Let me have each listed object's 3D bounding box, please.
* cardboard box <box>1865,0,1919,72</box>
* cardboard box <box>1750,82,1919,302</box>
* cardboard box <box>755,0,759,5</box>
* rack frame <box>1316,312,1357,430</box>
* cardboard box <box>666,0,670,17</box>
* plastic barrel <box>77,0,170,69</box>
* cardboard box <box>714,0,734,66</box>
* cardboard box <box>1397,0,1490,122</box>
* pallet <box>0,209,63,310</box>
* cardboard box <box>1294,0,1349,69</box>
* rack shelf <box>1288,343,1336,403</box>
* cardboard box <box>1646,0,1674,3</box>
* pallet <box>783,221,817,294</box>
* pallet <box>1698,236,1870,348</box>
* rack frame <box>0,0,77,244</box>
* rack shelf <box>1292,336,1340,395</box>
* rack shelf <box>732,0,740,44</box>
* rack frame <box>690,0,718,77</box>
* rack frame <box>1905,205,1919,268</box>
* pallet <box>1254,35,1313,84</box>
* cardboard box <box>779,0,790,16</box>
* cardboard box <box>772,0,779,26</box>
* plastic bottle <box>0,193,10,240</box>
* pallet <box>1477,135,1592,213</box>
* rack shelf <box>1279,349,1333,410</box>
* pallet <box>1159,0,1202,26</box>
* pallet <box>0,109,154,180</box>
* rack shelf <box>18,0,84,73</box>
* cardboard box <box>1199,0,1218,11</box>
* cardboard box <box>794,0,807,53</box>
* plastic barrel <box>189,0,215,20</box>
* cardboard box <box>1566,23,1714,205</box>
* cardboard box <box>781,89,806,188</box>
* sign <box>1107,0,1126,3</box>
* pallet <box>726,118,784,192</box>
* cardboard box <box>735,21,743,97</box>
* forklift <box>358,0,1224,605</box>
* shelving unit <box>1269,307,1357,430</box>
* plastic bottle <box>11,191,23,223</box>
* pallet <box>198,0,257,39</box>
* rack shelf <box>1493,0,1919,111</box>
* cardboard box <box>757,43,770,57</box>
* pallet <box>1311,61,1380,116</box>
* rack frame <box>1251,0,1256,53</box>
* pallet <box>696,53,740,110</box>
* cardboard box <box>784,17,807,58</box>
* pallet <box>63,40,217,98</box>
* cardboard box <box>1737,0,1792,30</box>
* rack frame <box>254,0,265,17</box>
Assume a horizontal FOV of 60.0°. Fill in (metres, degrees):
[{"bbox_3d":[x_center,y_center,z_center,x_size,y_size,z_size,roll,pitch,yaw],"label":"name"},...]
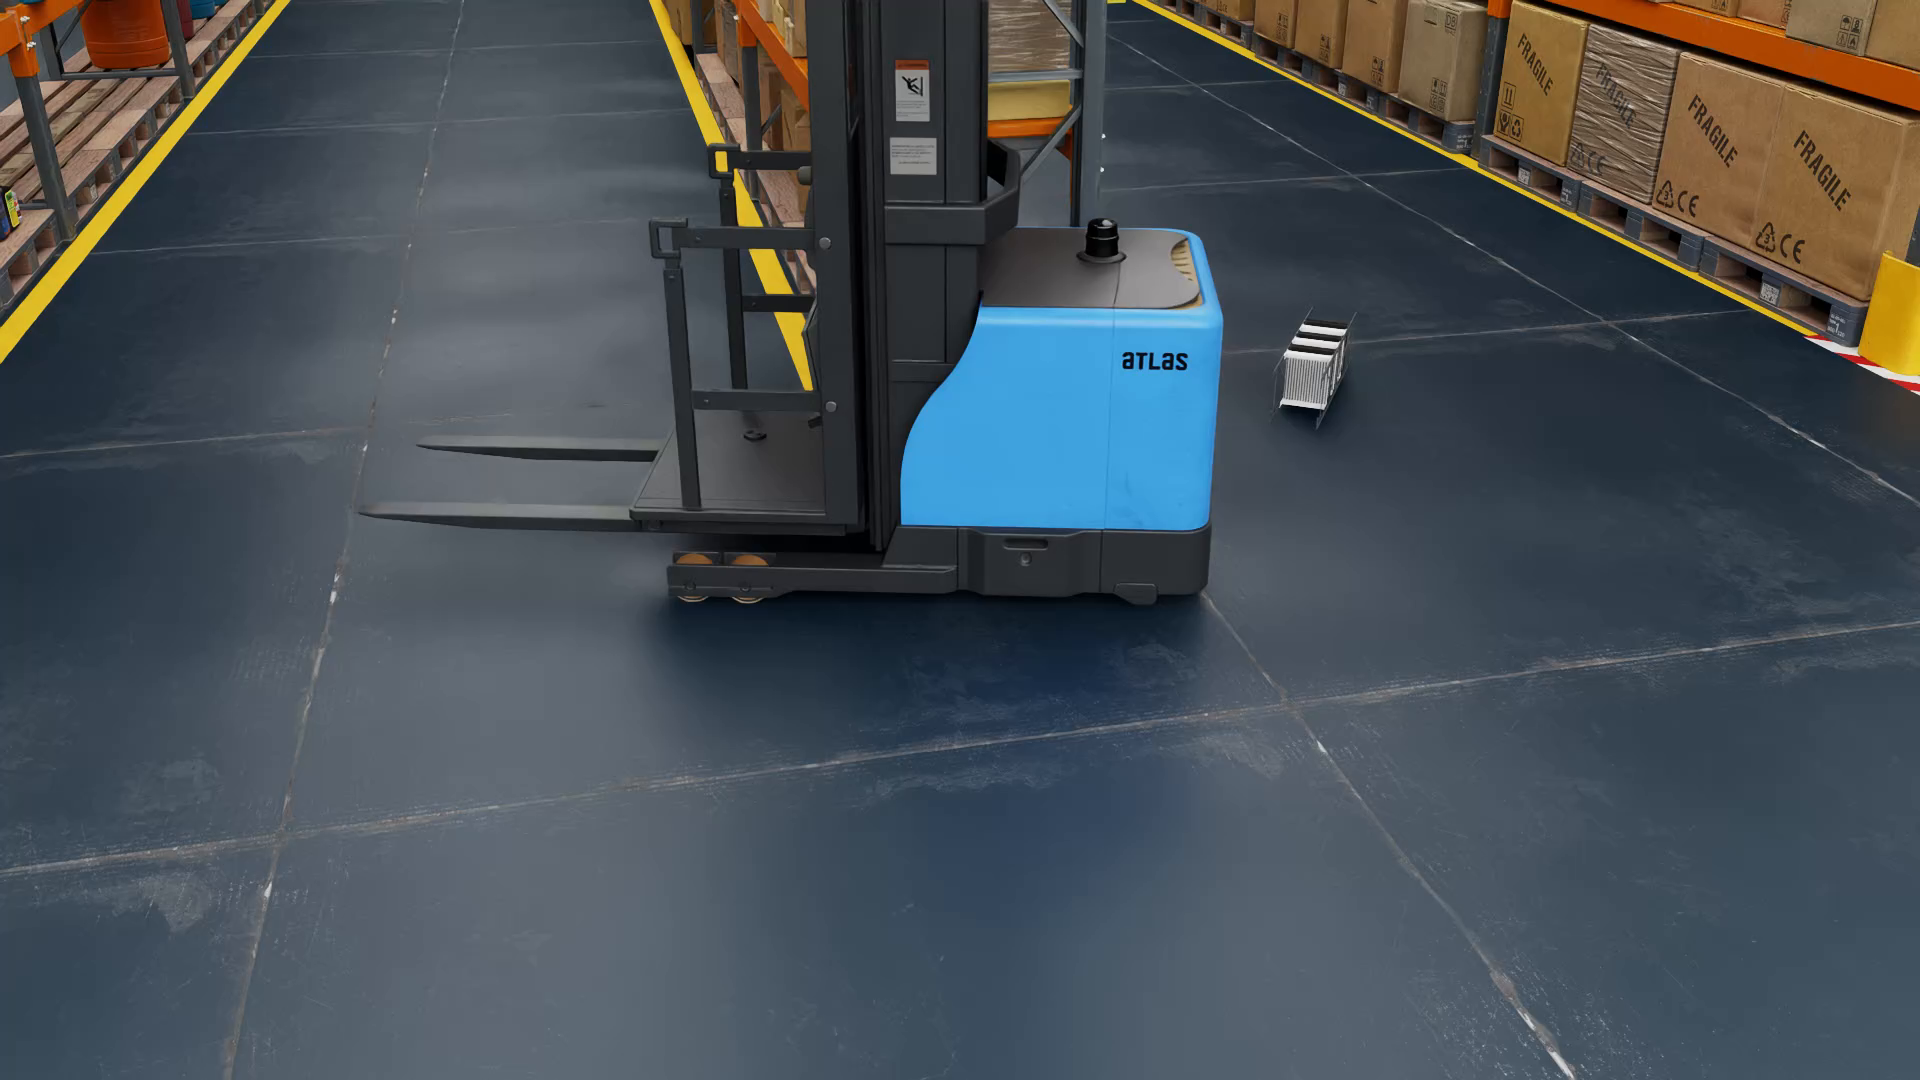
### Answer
[{"bbox_3d":[4.793,-2.471,7.651,0.875,0.550,0.550,-6,27,-12],"label":"cardboard box"},{"bbox_3d":[4.704,-1.776,8.332,0.875,0.875,0.875,-6,27,-11],"label":"cardboard box"},{"bbox_3d":[-0.953,-3.088,9.318,0.380,0.149,0.250,-6,27,-12],"label":"cardboard box"},{"bbox_3d":[1.690,-0.770,7.449,0.006,0.240,0.900,10,28,19],"label":"rack frame"},{"bbox_3d":[-2.066,-5.235,15.185,1.225,0.875,0.875,-6,27,-11],"label":"cardboard box"},{"bbox_3d":[-6.690,-4.228,13.239,0.600,0.830,0.708,-6,27,-12],"label":"plastic barrel"},{"bbox_3d":[-1.567,-4.087,13.305,0.700,0.500,0.500,-7,28,-14],"label":"cardboard box"},{"bbox_3d":[3.792,-3.449,11.784,1.050,0.750,0.750,-6,27,-12],"label":"cardboard box"},{"bbox_3d":[-5.551,-1.496,8.980,1.003,0.211,1.213,-6,27,-12],"label":"pallet"},{"bbox_3d":[3.368,-4.281,13.434,1.050,0.750,0.750,-6,27,-11],"label":"cardboard box"},{"bbox_3d":[1.551,-0.735,7.379,0.200,0.258,0.077,10,28,19],"label":"rack shelf"},{"bbox_3d":[4.267,-3.420,9.531,0.875,0.550,0.550,-6,27,-12],"label":"cardboard box"},{"bbox_3d":[-0.371,-1.470,8.928,1.003,0.211,1.213,-6,27,-12],"label":"pallet"},{"bbox_3d":[4.665,-1.344,8.679,1.003,0.211,1.213,-6,27,-12],"label":"pallet"},{"bbox_3d":[-5.661,-3.040,8.944,1.000,3.000,0.127,-6,27,-12],"label":"rack frame"},{"bbox_3d":[1.584,-0.772,7.454,0.200,0.258,0.077,10,28,19],"label":"rack shelf"},{"bbox_3d":[-1.286,-4.100,11.842,1.077,0.370,4.000,-6,27,-12],"label":"rack shelf"},{"bbox_3d":[-1.737,-5.299,13.419,1.000,3.000,0.127,-6,27,-12],"label":"rack frame"},{"bbox_3d":[4.921,-2.246,7.371,1.000,3.000,0.127,-6,27,-12],"label":"rack frame"},{"bbox_3d":[3.222,-4.160,14.257,1.003,0.211,1.213,-6,27,-12],"label":"pallet"},{"bbox_3d":[-0.433,-2.860,8.147,0.875,0.500,0.500,-6,27,-12],"label":"cardboard box"},{"bbox_3d":[-0.775,-2.760,8.667,0.380,0.149,0.250,-6,27,-12],"label":"cardboard box"},{"bbox_3d":[-5.235,-1.800,8.939,0.144,0.351,0.185,-7,28,-13],"label":"plastic bottle"},{"bbox_3d":[4.115,-2.416,10.802,1.003,0.211,1.213,-6,27,-12],"label":"pallet"},{"bbox_3d":[1.519,-0.697,7.304,0.200,0.258,0.077,10,28,19],"label":"rack shelf"},{"bbox_3d":[2.672,-5.391,16.697,1.003,0.211,1.213,-6,27,-12],"label":"pallet"},{"bbox_3d":[-6.154,-2.673,11.311,1.003,0.211,1.213,-6,27,-12],"label":"pallet"},{"bbox_3d":[-6.112,-3.597,10.846,1.077,0.370,4.000,-6,27,-12],"label":"rack shelf"},{"bbox_3d":[2.602,-5.320,15.770,0.500,0.500,0.500,-5,27,-10],"label":"cardboard box"},{"bbox_3d":[-0.261,-2.416,7.266,0.875,0.500,0.500,-6,27,-12],"label":"cardboard box"},{"bbox_3d":[-7.199,-5.251,15.188,0.600,0.901,0.708,-6,27,-12],"label":"plastic barrel"},{"bbox_3d":[4.300,-2.563,9.890,0.875,0.875,0.875,-6,27,-11],"label":"cardboard box"},{"bbox_3d":[-0.785,-2.435,10.053,0.500,0.500,0.500,-7,28,-13],"label":"cardboard box"},{"bbox_3d":[0.594,-2.229,6.376,0.100,0.325,0.005,-6,27,-12],"label":"sign"},{"bbox_3d":[-1.013,-2.640,11.246,1.003,0.211,1.213,-6,27,-12],"label":"pallet"},{"bbox_3d":[-1.295,-3.597,12.333,0.700,0.500,0.500,-4,27,-7],"label":"cardboard box"},{"bbox_3d":[-0.628,-1.323,5.618,3.031,2.935,1.130,1,27,3],"label":"forklift"},{"bbox_3d":[1.596,-0.786,7.482,0.210,0.258,0.900,10,28,19],"label":"shelving unit"},{"bbox_3d":[-5.276,-1.859,9.222,0.097,0.201,0.097,0,27,0],"label":"plastic bottle"},{"bbox_3d":[-7.331,-4.964,15.851,1.003,0.211,1.213,-6,27,-12],"label":"pallet"},{"bbox_3d":[4.470,-2.803,9.273,1.077,0.370,4.000,-6,27,-12],"label":"rack shelf"},{"bbox_3d":[-1.042,-3.106,11.361,0.700,0.500,0.500,-6,27,-12],"label":"cardboard box"},{"bbox_3d":[3.494,-3.625,13.198,1.003,0.211,1.213,-6,27,-12],"label":"pallet"},{"bbox_3d":[3.118,-5.758,14.329,1.000,3.000,0.127,-6,27,-12],"label":"rack frame"},{"bbox_3d":[-1.562,-3.711,13.368,1.003,0.211,1.213,-6,27,-12],"label":"pallet"},{"bbox_3d":[-0.640,-2.427,8.008,0.380,0.149,0.250,-6,27,-12],"label":"cardboard box"},{"bbox_3d":[-6.781,-3.893,13.729,1.003,0.211,1.213,-6,27,-12],"label":"pallet"},{"bbox_3d":[4.644,-2.969,8.637,0.875,0.550,0.550,-6,27,-12],"label":"cardboard box"},{"bbox_3d":[-7.464,-6.552,15.902,1.000,3.000,0.127,-6,27,-12],"label":"rack frame"}]
